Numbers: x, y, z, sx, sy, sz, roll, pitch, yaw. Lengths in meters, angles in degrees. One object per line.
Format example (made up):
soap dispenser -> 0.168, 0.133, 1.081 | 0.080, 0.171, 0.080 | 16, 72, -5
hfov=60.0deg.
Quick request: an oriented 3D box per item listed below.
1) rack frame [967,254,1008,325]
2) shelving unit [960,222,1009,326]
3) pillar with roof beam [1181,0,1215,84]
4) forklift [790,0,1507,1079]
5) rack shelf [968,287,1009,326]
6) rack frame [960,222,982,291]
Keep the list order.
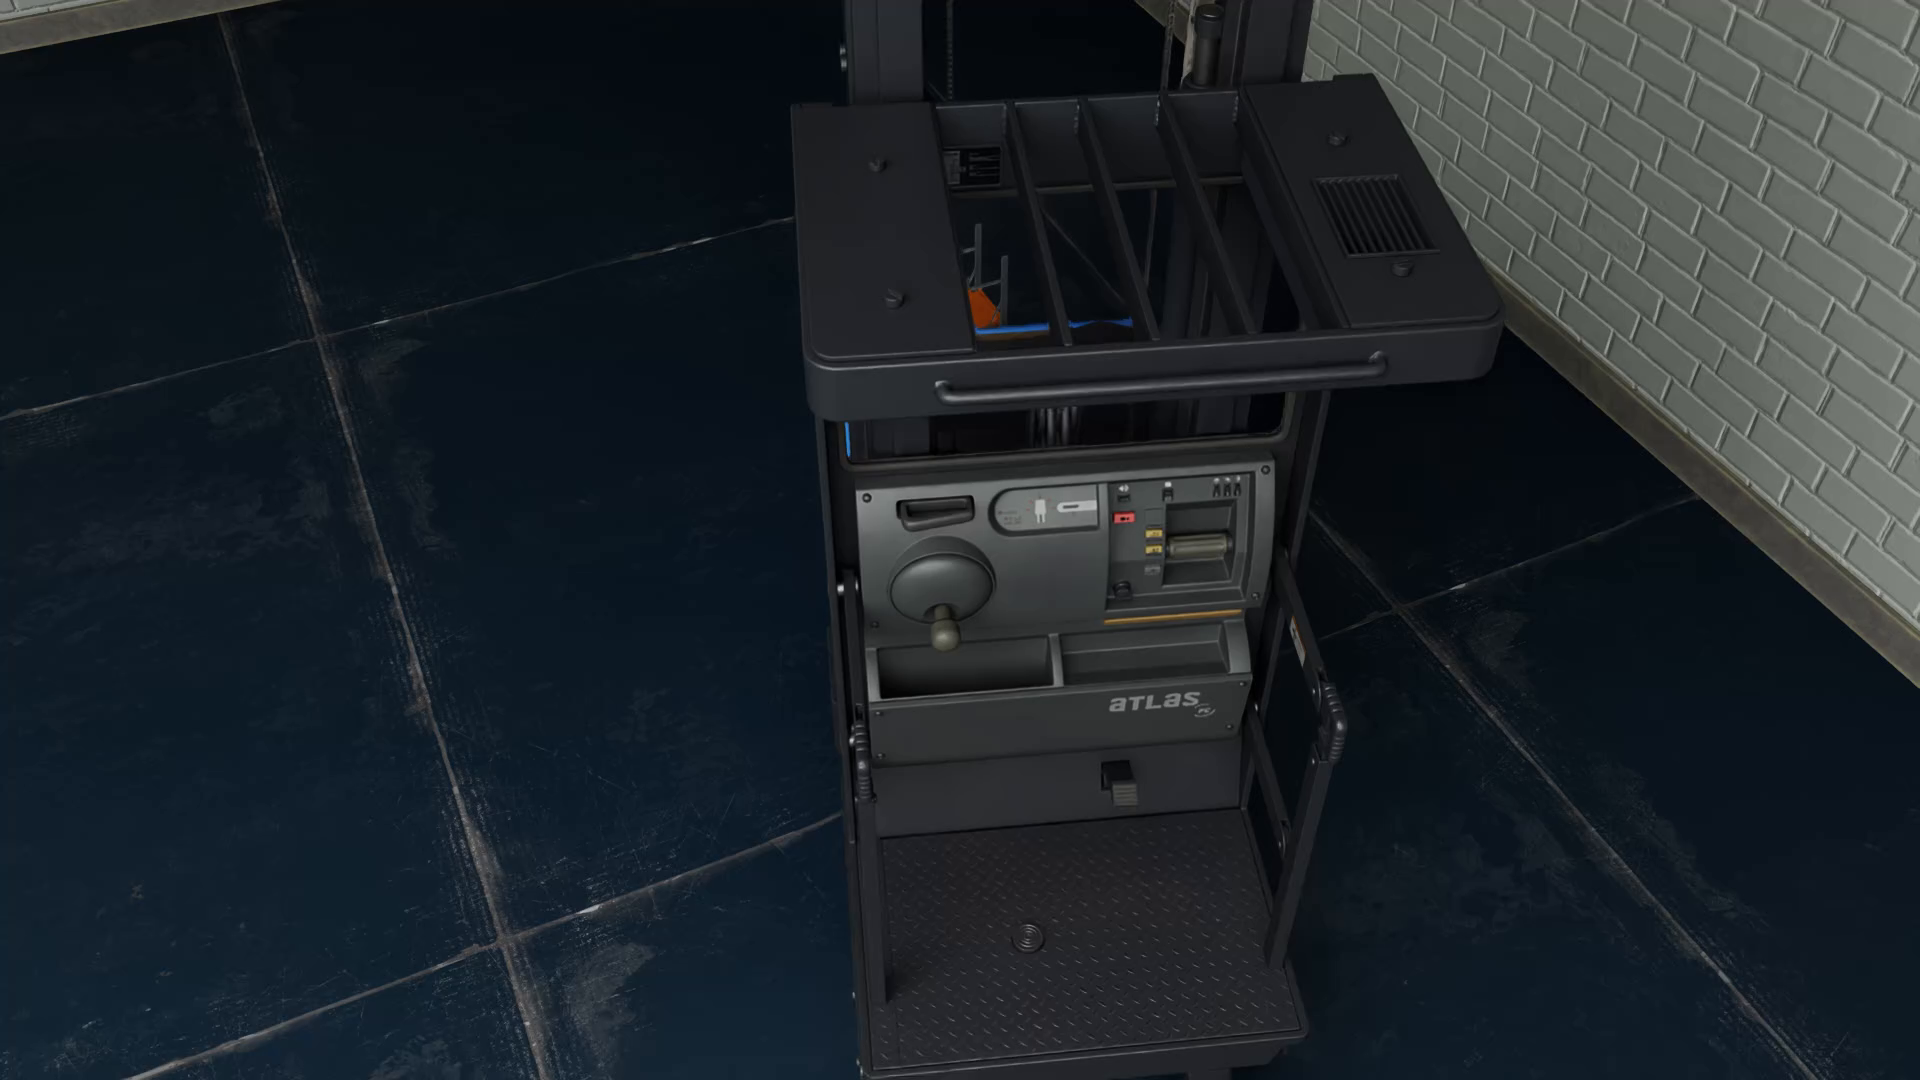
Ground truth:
rack frame -> 0.032, -0.378, 5.279 | 0.240, 1.200, 0.006 | -18, 47, -17
shelving unit -> -0.006, -0.436, 5.338 | 0.258, 1.200, 0.189 | -18, 47, -17
pillar with roof beam -> -2.642, -3.962, 3.358 | 9.100, 9.000, 0.400 | -18, 47, -17
forklift -> 0.263, 0.117, 3.544 | 1.130, 2.935, 3.031 | -4, 45, -4
rack shelf -> -0.006, -0.661, 5.116 | 0.258, 0.103, 0.180 | -18, 47, -17
rack frame -> -0.045, -0.495, 5.397 | 0.240, 1.200, 0.006 | -18, 47, -17
